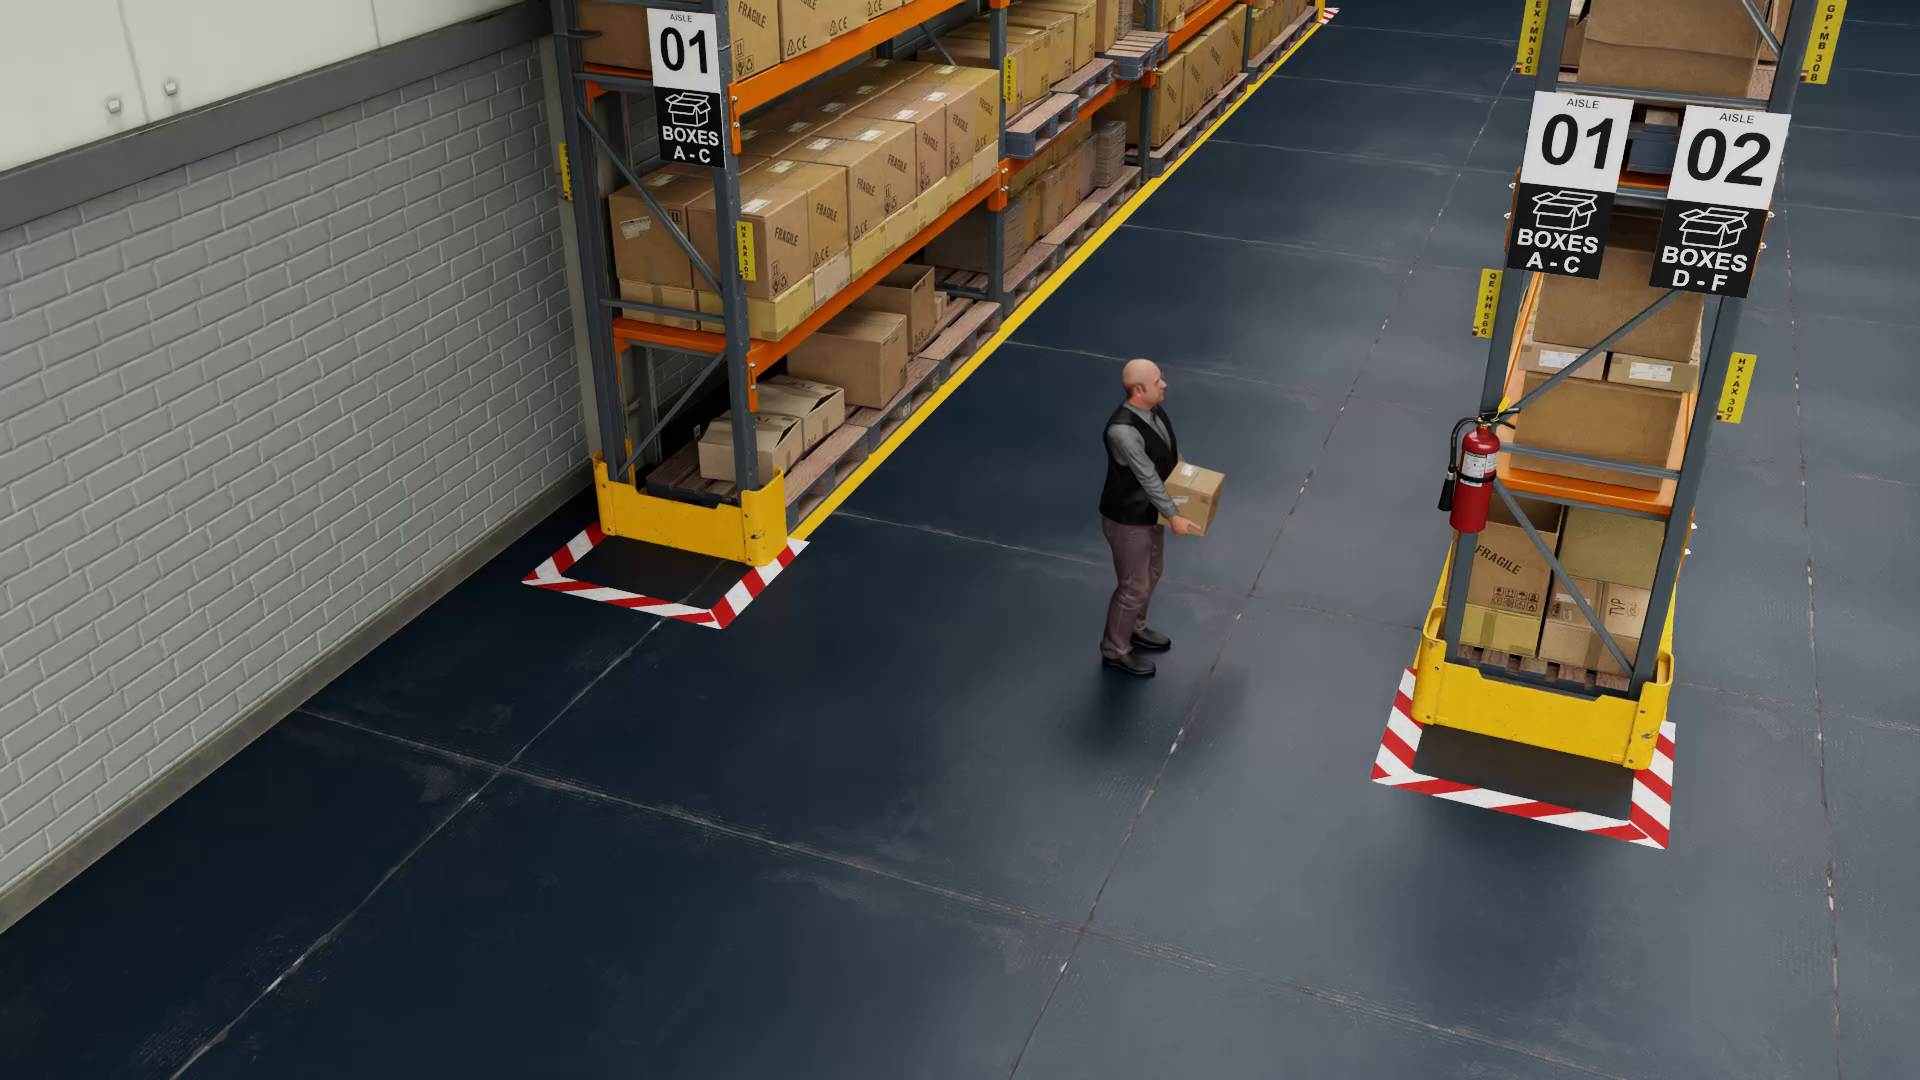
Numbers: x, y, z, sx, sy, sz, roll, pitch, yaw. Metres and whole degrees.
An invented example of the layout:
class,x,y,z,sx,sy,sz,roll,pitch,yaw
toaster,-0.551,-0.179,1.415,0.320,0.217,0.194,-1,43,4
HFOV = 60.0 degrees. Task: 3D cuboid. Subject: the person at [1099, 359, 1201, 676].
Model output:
class,x,y,z,sx,sy,sz,roll,pitch,yaw
person,1.018,-0.118,8.643,0.554,1.716,0.495,12,31,19
